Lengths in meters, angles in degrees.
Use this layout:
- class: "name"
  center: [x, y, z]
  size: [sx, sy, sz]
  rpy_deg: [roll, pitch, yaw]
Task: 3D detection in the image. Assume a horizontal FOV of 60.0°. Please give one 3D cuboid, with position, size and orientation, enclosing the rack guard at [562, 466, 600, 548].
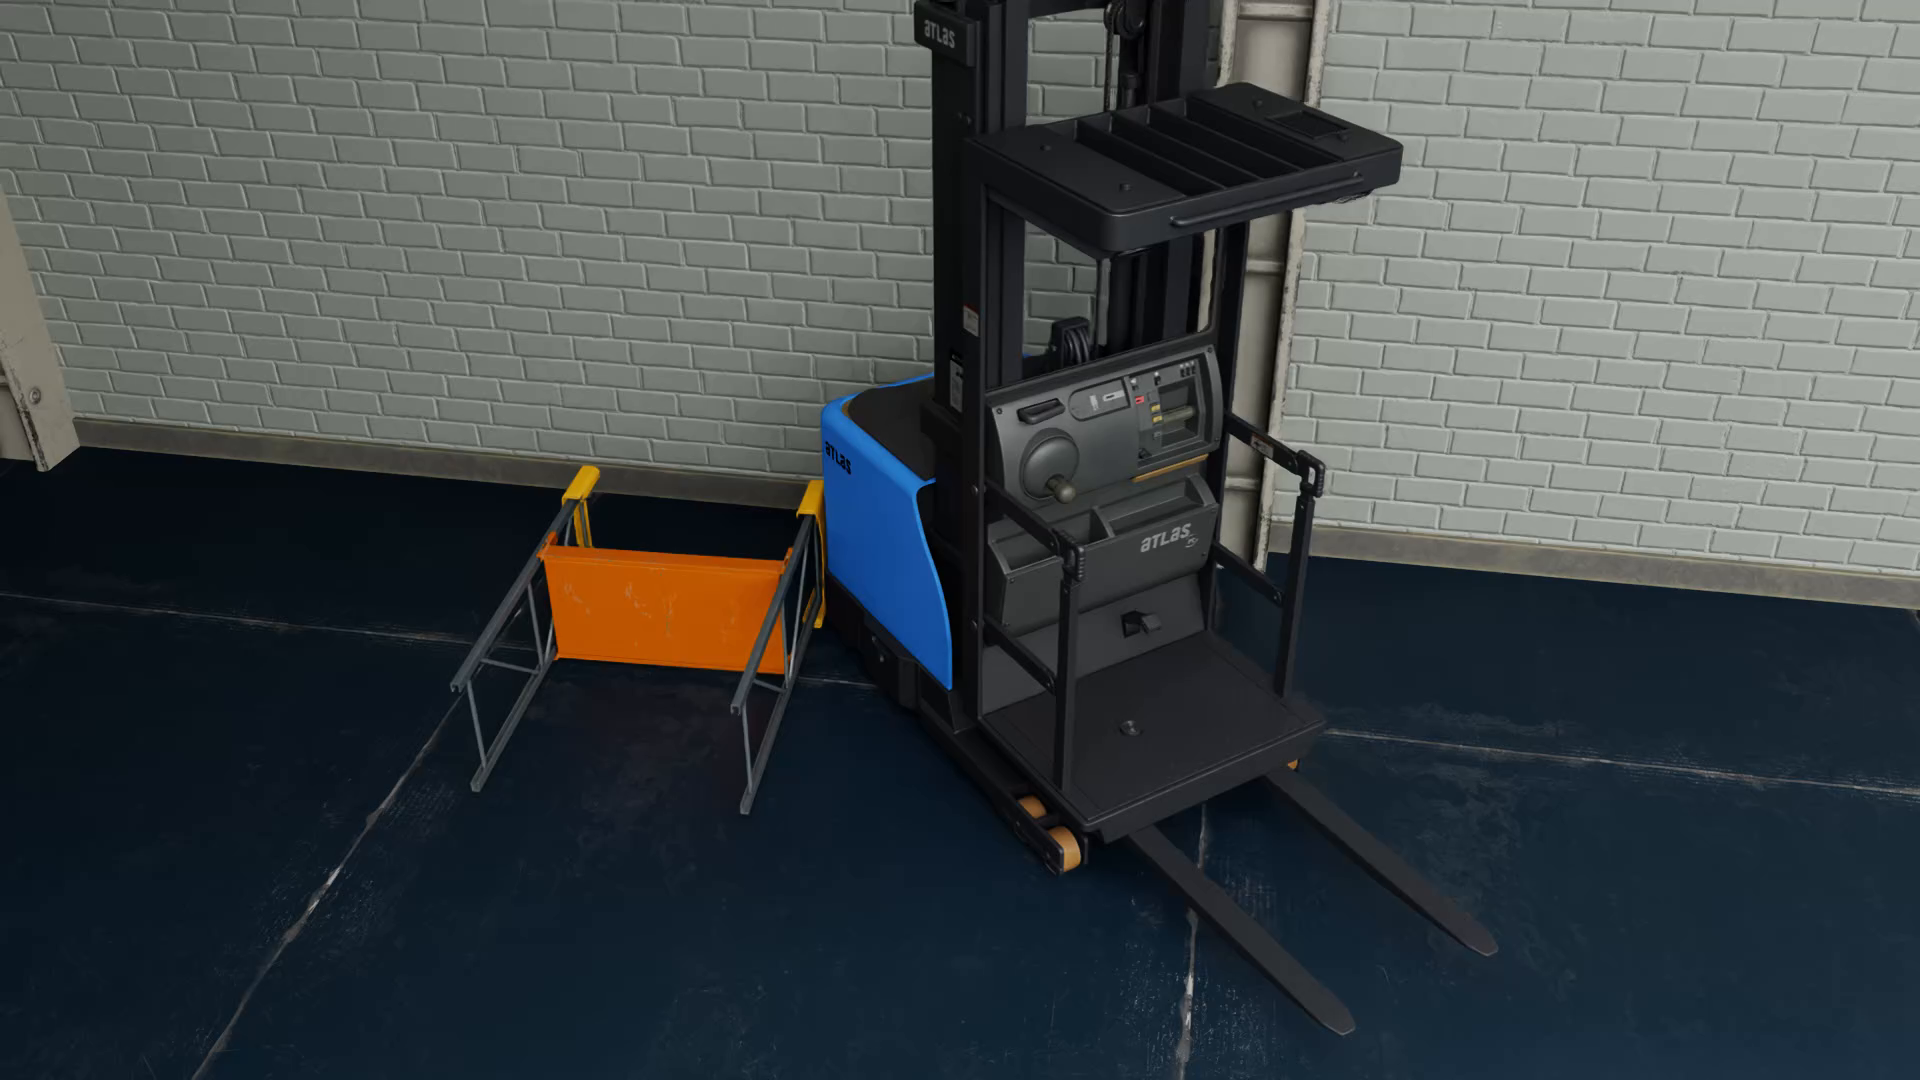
- class: "rack guard"
  center: [-1.604, -0.003, 7.177]
  size: [0.087, 0.587, 0.250]
  rpy_deg: [4, 32, 6]

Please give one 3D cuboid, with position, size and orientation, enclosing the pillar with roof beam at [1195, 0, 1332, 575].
- class: "pillar with roof beam"
  center: [0.466, -1.466, 1.611]
  size: [0.400, 9.000, 9.100]
  rpy_deg: [5, 32, 8]

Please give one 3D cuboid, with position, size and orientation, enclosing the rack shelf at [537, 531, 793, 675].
- class: "rack shelf"
  center: [-1.173, 0.263, 6.752]
  size: [1.000, 0.538, 0.185]
  rpy_deg: [4, 32, 6]

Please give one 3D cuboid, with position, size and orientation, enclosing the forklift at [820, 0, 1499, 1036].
- class: "forklift"
  center: [0.630, -0.350, 5.546]
  size: [1.130, 2.935, 3.031]
  rpy_deg: [-18, 36, -26]

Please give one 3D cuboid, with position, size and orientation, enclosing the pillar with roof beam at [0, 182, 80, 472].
- class: "pillar with roof beam"
  center: [-5.449, -2.002, 2.467]
  size: [0.400, 9.000, 9.100]
  rpy_deg: [5, 32, 8]

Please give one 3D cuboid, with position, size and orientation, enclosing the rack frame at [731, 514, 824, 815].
- class: "rack frame"
  center: [-0.691, 0.391, 6.547]
  size: [0.032, 0.500, 1.500]
  rpy_deg: [4, 32, 6]

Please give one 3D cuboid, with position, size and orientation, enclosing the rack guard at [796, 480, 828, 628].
- class: "rack guard"
  center: [-0.615, 0.062, 7.073]
  size: [0.087, 0.587, 0.250]
  rpy_deg: [4, 32, 6]

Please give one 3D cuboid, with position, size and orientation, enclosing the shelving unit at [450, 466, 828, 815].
- class: "shelving unit"
  center: [-1.186, 0.359, 6.599]
  size: [1.083, 0.587, 1.500]
  rpy_deg: [4, 32, 6]

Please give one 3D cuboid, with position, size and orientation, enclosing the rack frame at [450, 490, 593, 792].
- class: "rack frame"
  center: [-1.700, 0.325, 6.653]
  size: [0.032, 0.500, 1.500]
  rpy_deg: [4, 32, 6]
